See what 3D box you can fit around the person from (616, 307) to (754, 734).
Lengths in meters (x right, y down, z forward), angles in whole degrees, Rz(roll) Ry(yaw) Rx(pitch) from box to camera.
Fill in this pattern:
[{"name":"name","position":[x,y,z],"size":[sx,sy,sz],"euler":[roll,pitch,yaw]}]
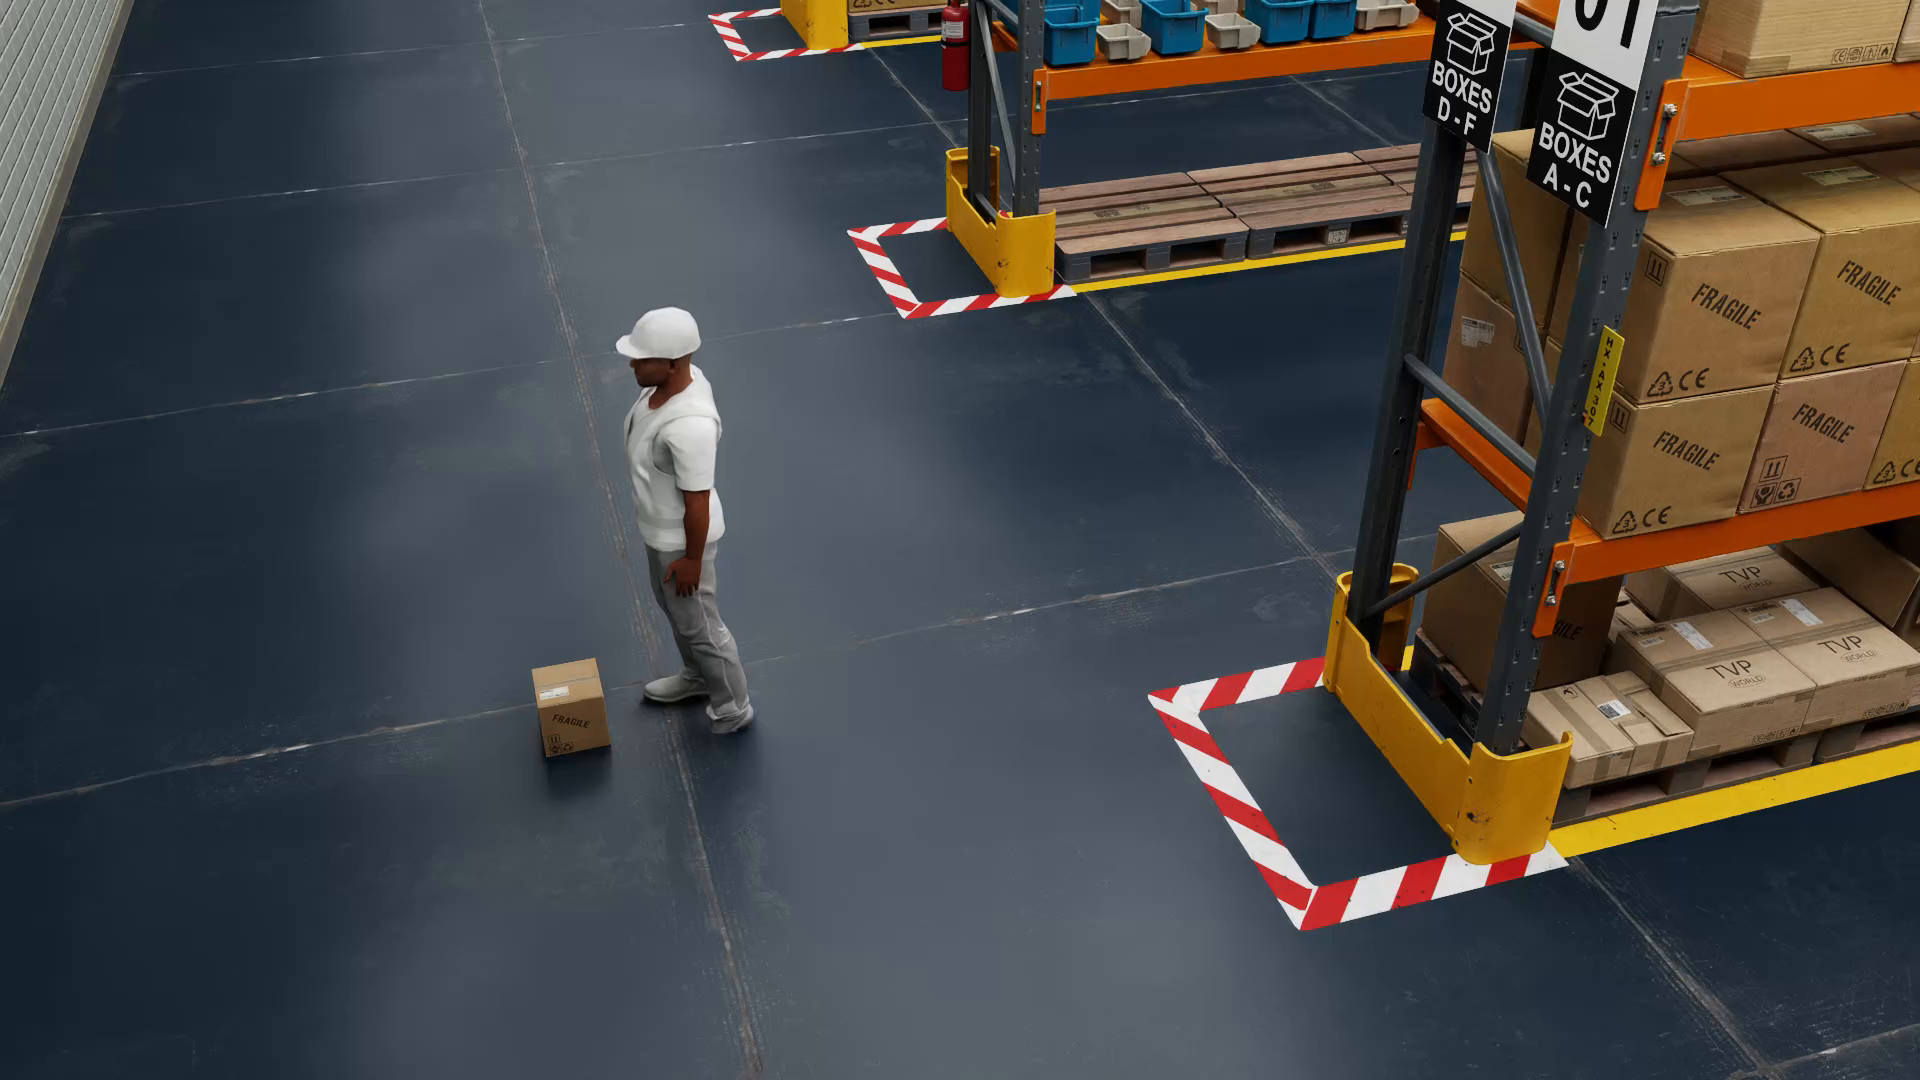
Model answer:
[{"name":"person","position":[-1.052,-0.017,6.226],"size":[0.406,1.849,0.567],"euler":[-9,35,-14]}]
